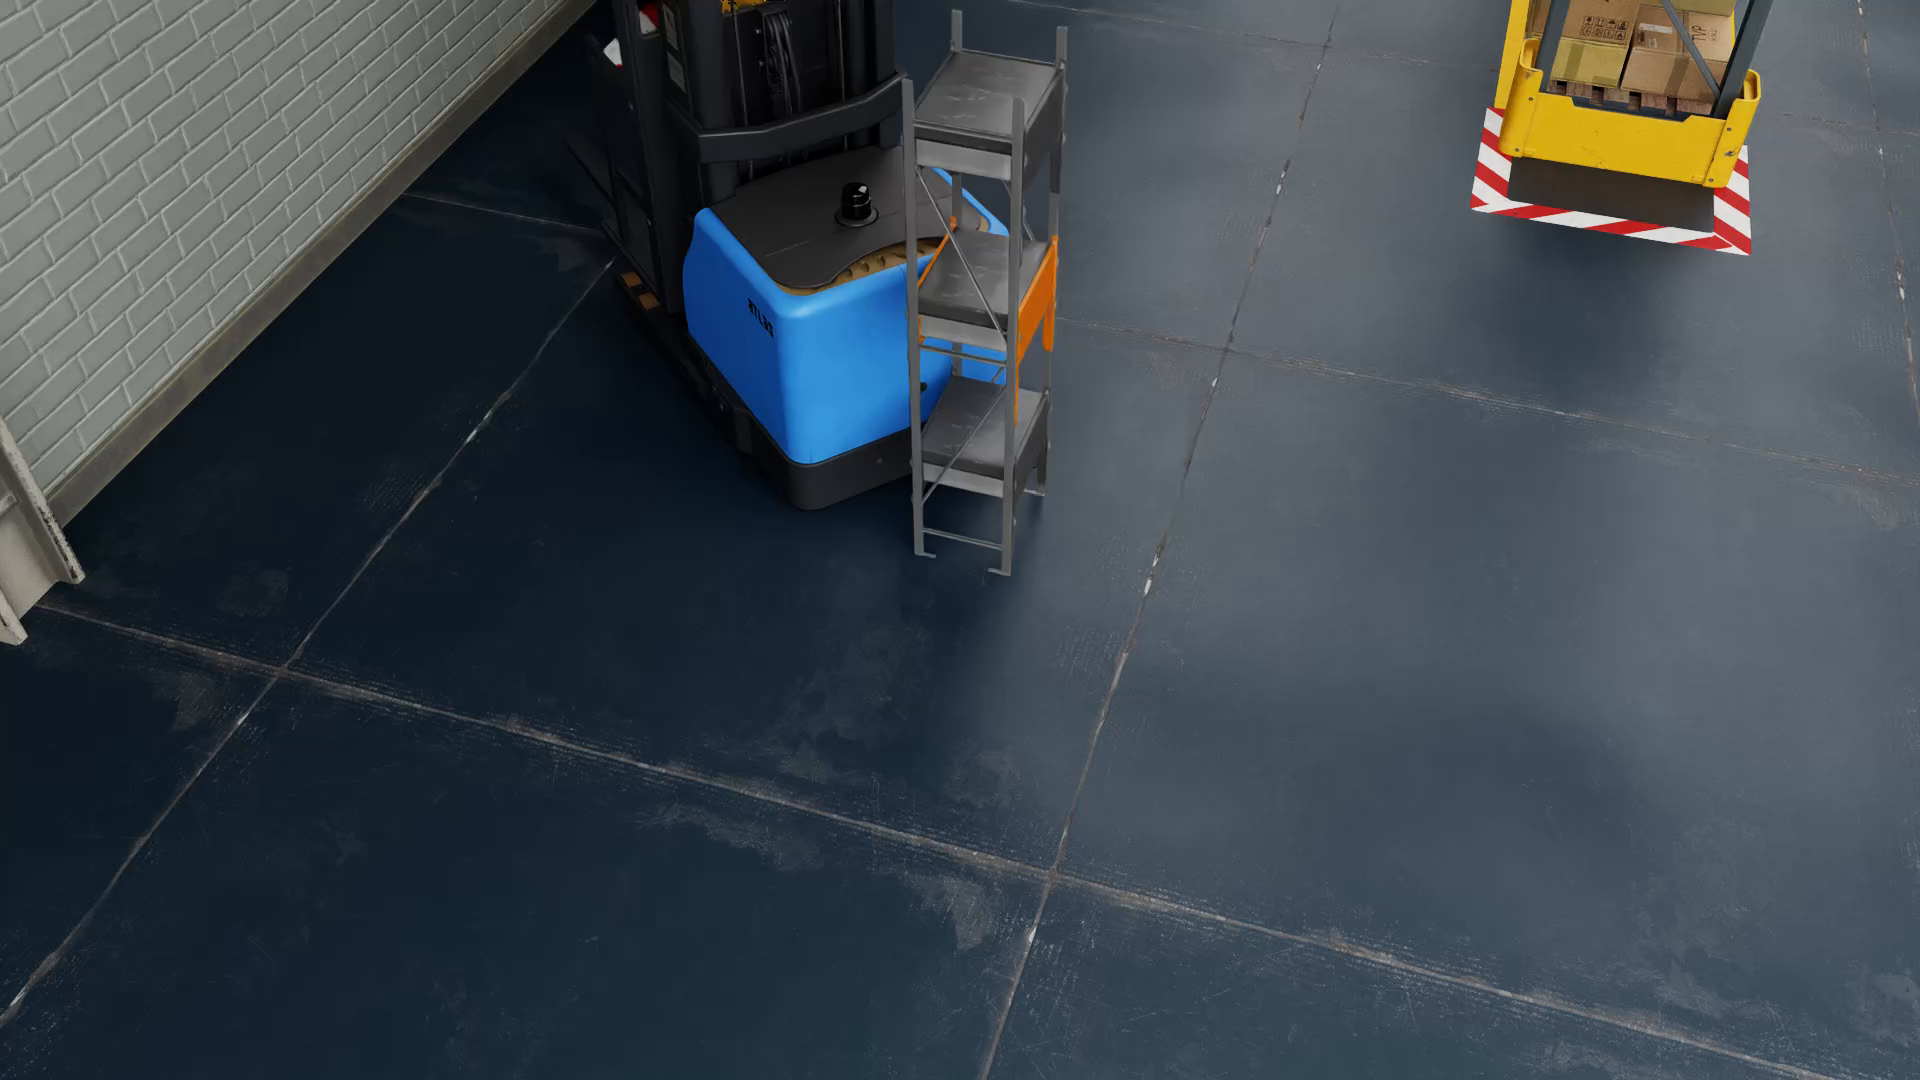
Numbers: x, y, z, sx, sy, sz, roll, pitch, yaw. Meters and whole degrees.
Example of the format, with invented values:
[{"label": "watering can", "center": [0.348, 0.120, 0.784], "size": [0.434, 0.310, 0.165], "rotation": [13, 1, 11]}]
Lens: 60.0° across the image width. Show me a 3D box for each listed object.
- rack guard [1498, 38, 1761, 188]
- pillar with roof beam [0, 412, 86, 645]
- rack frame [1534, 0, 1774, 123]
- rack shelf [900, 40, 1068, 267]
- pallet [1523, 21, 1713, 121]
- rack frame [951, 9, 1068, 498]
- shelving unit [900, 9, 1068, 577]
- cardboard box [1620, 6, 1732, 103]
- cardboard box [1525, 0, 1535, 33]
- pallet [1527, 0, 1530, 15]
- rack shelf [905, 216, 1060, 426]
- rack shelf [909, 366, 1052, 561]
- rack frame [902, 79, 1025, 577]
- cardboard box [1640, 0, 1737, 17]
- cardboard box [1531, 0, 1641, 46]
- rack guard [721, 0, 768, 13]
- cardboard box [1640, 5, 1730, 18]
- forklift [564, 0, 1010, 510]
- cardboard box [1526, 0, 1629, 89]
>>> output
[{"label": "rack guard", "center": [3.468, -2.228, 8.669], "size": [1.175, 0.500, 0.348], "rotation": [13, 46, 13]}, {"label": "pillar with roof beam", "center": [0.426, -2.067, 2.428], "size": [9.100, 9.000, 0.400], "rotation": [13, 46, 13]}, {"label": "rack frame", "center": [3.475, -3.137, 7.811], "size": [1.000, 3.000, 0.127], "rotation": [13, 46, 13]}, {"label": "rack shelf", "center": [0.086, -1.305, 5.601], "size": [0.431, 0.518, 0.480], "rotation": [13, 46, 13]}, {"label": "pallet", "center": [3.667, -2.659, 9.317], "size": [1.003, 0.211, 1.213], "rotation": [13, 46, 13]}, {"label": "rack frame", "center": [0.163, -0.976, 6.246], "size": [0.400, 2.100, 0.015], "rotation": [13, 46, 13]}, {"label": "shelving unit", "center": [0.086, -0.814, 6.081], "size": [0.431, 2.100, 0.503], "rotation": [13, 46, 13]}, {"label": "cardboard box", "center": [3.849, -2.615, 8.943], "size": [0.500, 0.250, 0.500], "rotation": [13, 46, 13]}, {"label": "cardboard box", "center": [3.496, -3.061, 9.399], "size": [0.500, 0.250, 0.500], "rotation": [13, 46, 13]}, {"label": "pallet", "center": [4.038, -3.470, 10.145], "size": [1.003, 0.211, 1.213], "rotation": [13, 46, 13]}, {"label": "rack shelf", "center": [0.086, -0.804, 6.090], "size": [0.431, 0.518, 0.480], "rotation": [13, 46, 13]}, {"label": "rack shelf", "center": [0.086, -0.304, 6.580], "size": [0.431, 0.518, 0.480], "rotation": [13, 46, 13]}, {"label": "rack frame", "center": [0.009, -0.652, 5.915], "size": [0.400, 2.100, 0.015], "rotation": [13, 46, 13]}, {"label": "cardboard box", "center": [3.999, -3.217, 9.022], "size": [0.500, 0.500, 0.500], "rotation": [13, 46, 13]}, {"label": "cardboard box", "center": [3.354, -2.993, 8.794], "size": [0.500, 0.500, 0.500], "rotation": [13, 46, 13]}, {"label": "rack guard", "center": [-1.224, -3.341, 9.807], "size": [1.175, 0.500, 0.348], "rotation": [13, 46, 13]}, {"label": "cardboard box", "center": [3.997, -2.949, 9.285], "size": [0.500, 0.250, 0.500], "rotation": [13, 46, 13]}, {"label": "forklift", "center": [-0.975, -2.186, 6.888], "size": [1.130, 2.935, 3.031], "rotation": [-23, 49, -22]}, {"label": "cardboard box", "center": [3.356, -2.725, 9.056], "size": [0.500, 0.250, 0.500], "rotation": [13, 46, 13]}]
